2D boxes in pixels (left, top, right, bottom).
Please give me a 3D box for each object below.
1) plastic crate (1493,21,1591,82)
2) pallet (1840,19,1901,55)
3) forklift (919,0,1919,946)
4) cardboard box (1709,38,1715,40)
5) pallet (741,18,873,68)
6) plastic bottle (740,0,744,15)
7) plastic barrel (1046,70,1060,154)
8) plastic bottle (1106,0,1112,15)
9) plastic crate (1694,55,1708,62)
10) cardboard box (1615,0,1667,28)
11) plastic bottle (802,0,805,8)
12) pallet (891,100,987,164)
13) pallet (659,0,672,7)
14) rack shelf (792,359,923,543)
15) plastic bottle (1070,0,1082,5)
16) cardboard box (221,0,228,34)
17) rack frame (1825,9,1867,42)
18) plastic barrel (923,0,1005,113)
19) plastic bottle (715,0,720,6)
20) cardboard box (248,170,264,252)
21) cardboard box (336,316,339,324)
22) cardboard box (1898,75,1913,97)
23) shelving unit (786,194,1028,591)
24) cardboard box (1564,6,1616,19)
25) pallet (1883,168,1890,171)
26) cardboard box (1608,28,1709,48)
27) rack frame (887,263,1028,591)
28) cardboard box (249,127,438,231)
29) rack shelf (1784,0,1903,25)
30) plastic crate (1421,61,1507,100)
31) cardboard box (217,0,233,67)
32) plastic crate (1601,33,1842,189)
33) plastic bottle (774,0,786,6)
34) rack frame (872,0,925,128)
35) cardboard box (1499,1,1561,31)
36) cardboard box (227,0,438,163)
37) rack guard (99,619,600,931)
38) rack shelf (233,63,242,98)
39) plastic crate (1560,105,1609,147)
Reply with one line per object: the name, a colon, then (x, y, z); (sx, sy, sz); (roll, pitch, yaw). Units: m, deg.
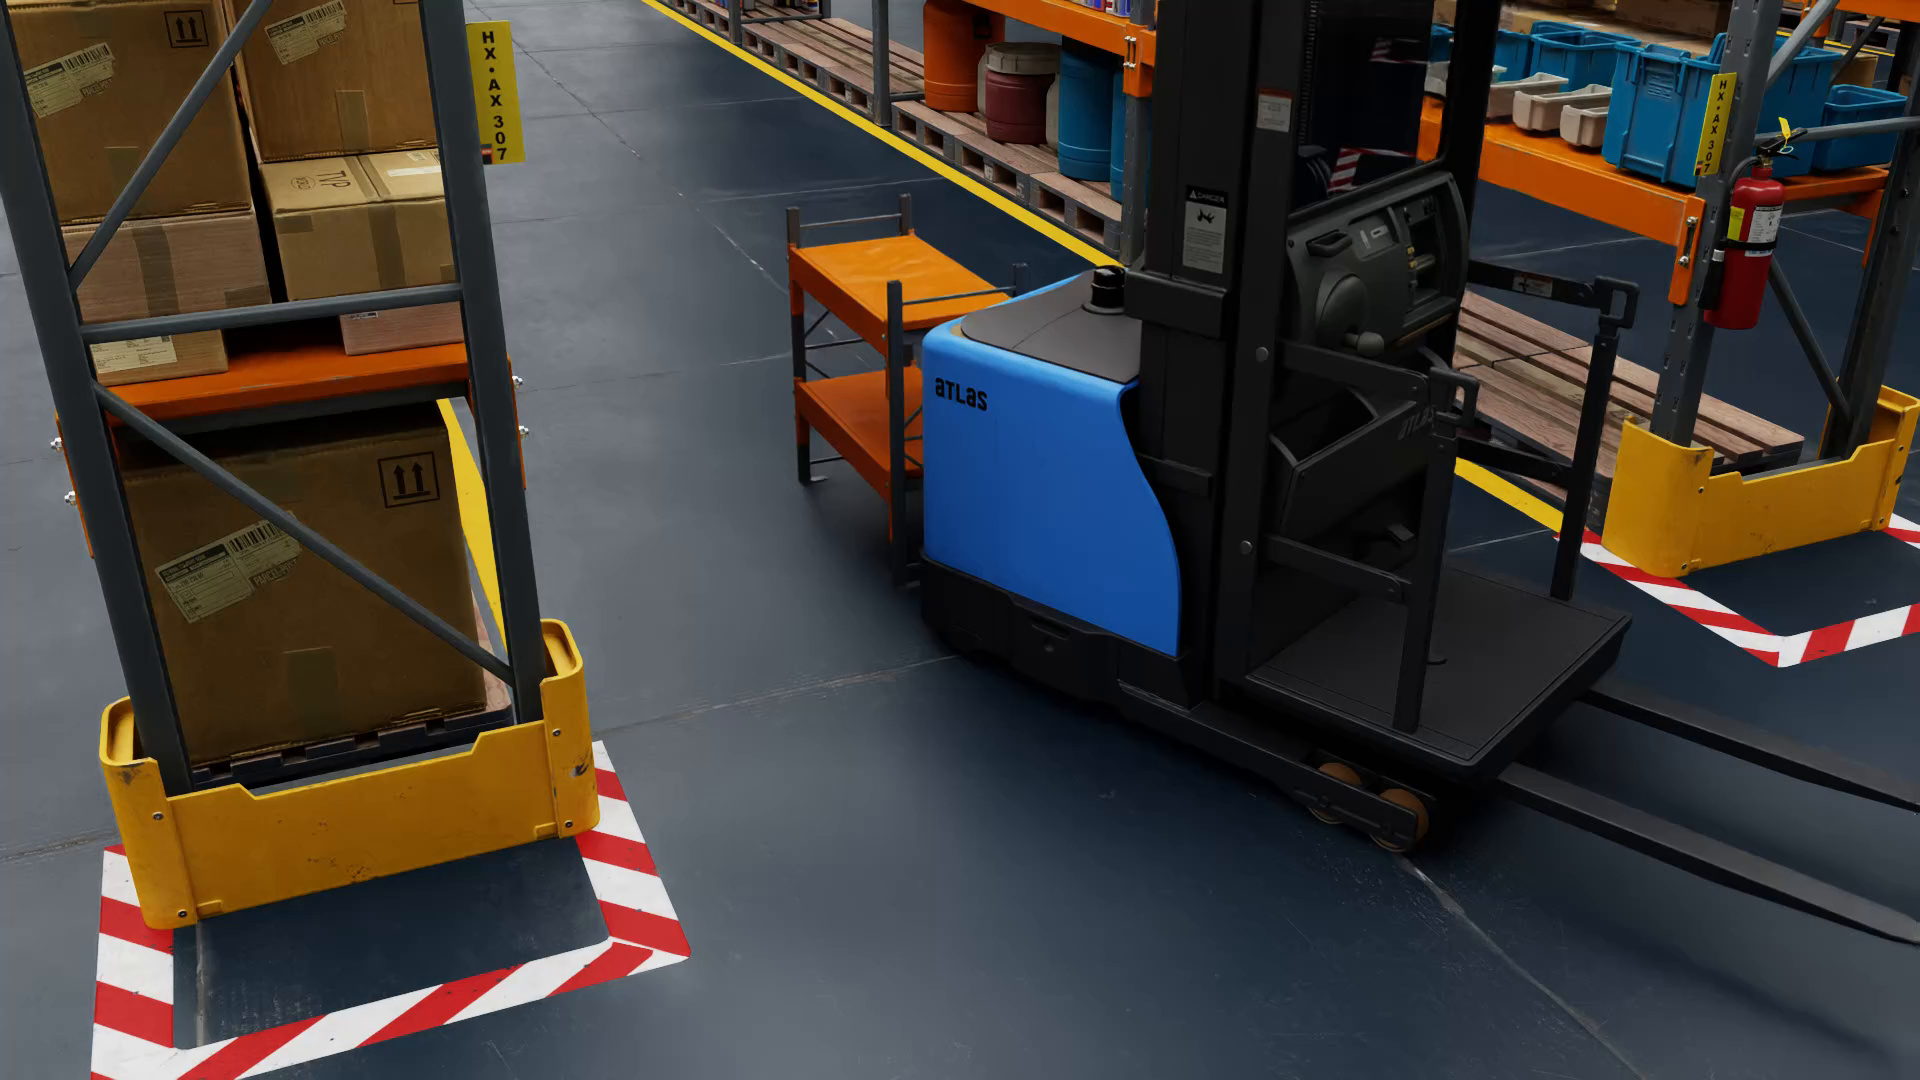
plastic crate: (2.530, -2.139, 7.334); (0.416, 0.233, 0.300); (-11, 28, -21)
pallet: (9.180, -4.726, 15.689); (1.003, 0.211, 1.213); (-11, 28, -21)
forklift: (1.305, -0.732, 4.409); (3.031, 2.935, 1.130); (21, 33, 36)
cardboard box: (5.766, -3.368, 12.076); (0.500, 0.500, 0.500); (-10, 28, -20)
pallet: (-1.399, -4.659, 15.552); (1.003, 0.211, 1.213); (-11, 28, -21)
plastic bottle: (-2.171, -5.256, 16.284); (0.097, 0.201, 0.097); (0, 26, 0)
plastic barrel: (0.777, -2.816, 10.955); (0.421, 0.512, 0.421); (0, 26, 0)
plastic bottle: (0.868, -3.049, 9.303); (0.097, 0.201, 0.097); (0, 26, 0)
plastic crate: (2.906, -1.752, 6.542); (0.416, 0.233, 0.300); (-11, 28, -21)
cardboard box: (5.396, -4.097, 12.716); (0.500, 0.250, 0.500); (-11, 28, -22)
plastic bottle: (-1.543, -5.449, 16.679); (0.097, 0.201, 0.097); (0, 26, 0)
pallet: (0.171, -3.044, 12.243); (1.003, 0.211, 1.213); (-11, 28, -21)
pallet: (-2.922, -6.233, 18.775); (1.003, 0.211, 1.213); (-11, 28, -21)
rack shelf: (-0.212, -0.359, 6.261); (0.538, 0.278, 1.000); (-11, 28, -22)
plastic bottle: (0.730, -3.286, 9.617); (0.144, 0.351, 0.185); (-11, 28, -21)
cardboard box: (-3.510, -2.821, 8.494); (0.500, 0.500, 0.500); (-11, 28, -22)
rack frame: (8.940, -6.310, 15.755); (1.000, 3.000, 0.127); (-11, 28, -21)
plastic barrel: (0.032, -3.627, 12.254); (0.600, 0.830, 0.708); (-11, 28, -21)
plastic bottle: (-2.437, -5.546, 16.785); (0.061, 0.283, 0.133); (-9, 27, -17)
cardboard box: (-2.232, -0.948, 4.606); (0.500, 0.250, 0.500); (-11, 28, -21)
cardboard box: (-1.537, -0.718, 4.587); (0.380, 0.149, 0.250); (-11, 28, -21)
cardboard box: (6.434, -2.736, 10.782); (0.500, 0.500, 0.500); (-11, 28, -21)
shelving unit: (-0.212, -0.579, 6.154); (0.538, 1.125, 1.048); (-11, 28, -22)
cardboard box: (5.168, -3.986, 13.342); (0.500, 0.500, 0.500); (-12, 28, -22)
pallet: (6.218, -2.312, 10.745); (1.003, 0.211, 1.213); (-11, 28, -21)
cardboard box: (5.111, -3.471, 12.287); (0.500, 0.500, 0.500); (-10, 28, -20)
rack frame: (-0.005, -0.375, 5.737); (0.500, 1.125, 0.032); (-11, 28, -22)
cardboard box: (-1.749, -1.042, 4.798); (0.500, 0.250, 0.500); (-11, 28, -21)
rack shelf: (5.167, -4.327, 12.513); (1.077, 0.370, 4.000); (-11, 28, -21)
plastic crate: (2.107, -1.929, 7.014); (0.298, 0.136, 0.250); (-11, 28, -21)
cardboard box: (-2.820, -1.899, 5.697); (0.500, 0.500, 0.500); (-11, 28, -22)
plastic crate: (2.654, -1.524, 5.844); (0.616, 0.435, 0.499); (-11, 28, -21)
plastic bottle: (-1.809, -5.602, 16.823); (0.144, 0.351, 0.185); (-11, 28, -21)
rack frame: (-0.176, -4.608, 12.269); (1.000, 3.000, 0.127); (-11, 28, -21)
cardboard box: (4.509, -4.089, 13.553); (0.500, 0.500, 0.500); (-12, 28, -22)
cardboard box: (-1.735, -1.373, 4.619); (0.500, 0.500, 0.500); (-11, 28, -22)
rack guard: (-1.591, 0.606, 4.440); (1.175, 0.500, 0.348); (-11, 28, -21)
rack shelf: (-3.950, -2.626, 9.030); (1.077, 0.370, 4.000); (-11, 28, -21)
plastic crate: (2.471, -1.585, 6.309); (0.396, 0.136, 0.243); (-11, 28, -21)
